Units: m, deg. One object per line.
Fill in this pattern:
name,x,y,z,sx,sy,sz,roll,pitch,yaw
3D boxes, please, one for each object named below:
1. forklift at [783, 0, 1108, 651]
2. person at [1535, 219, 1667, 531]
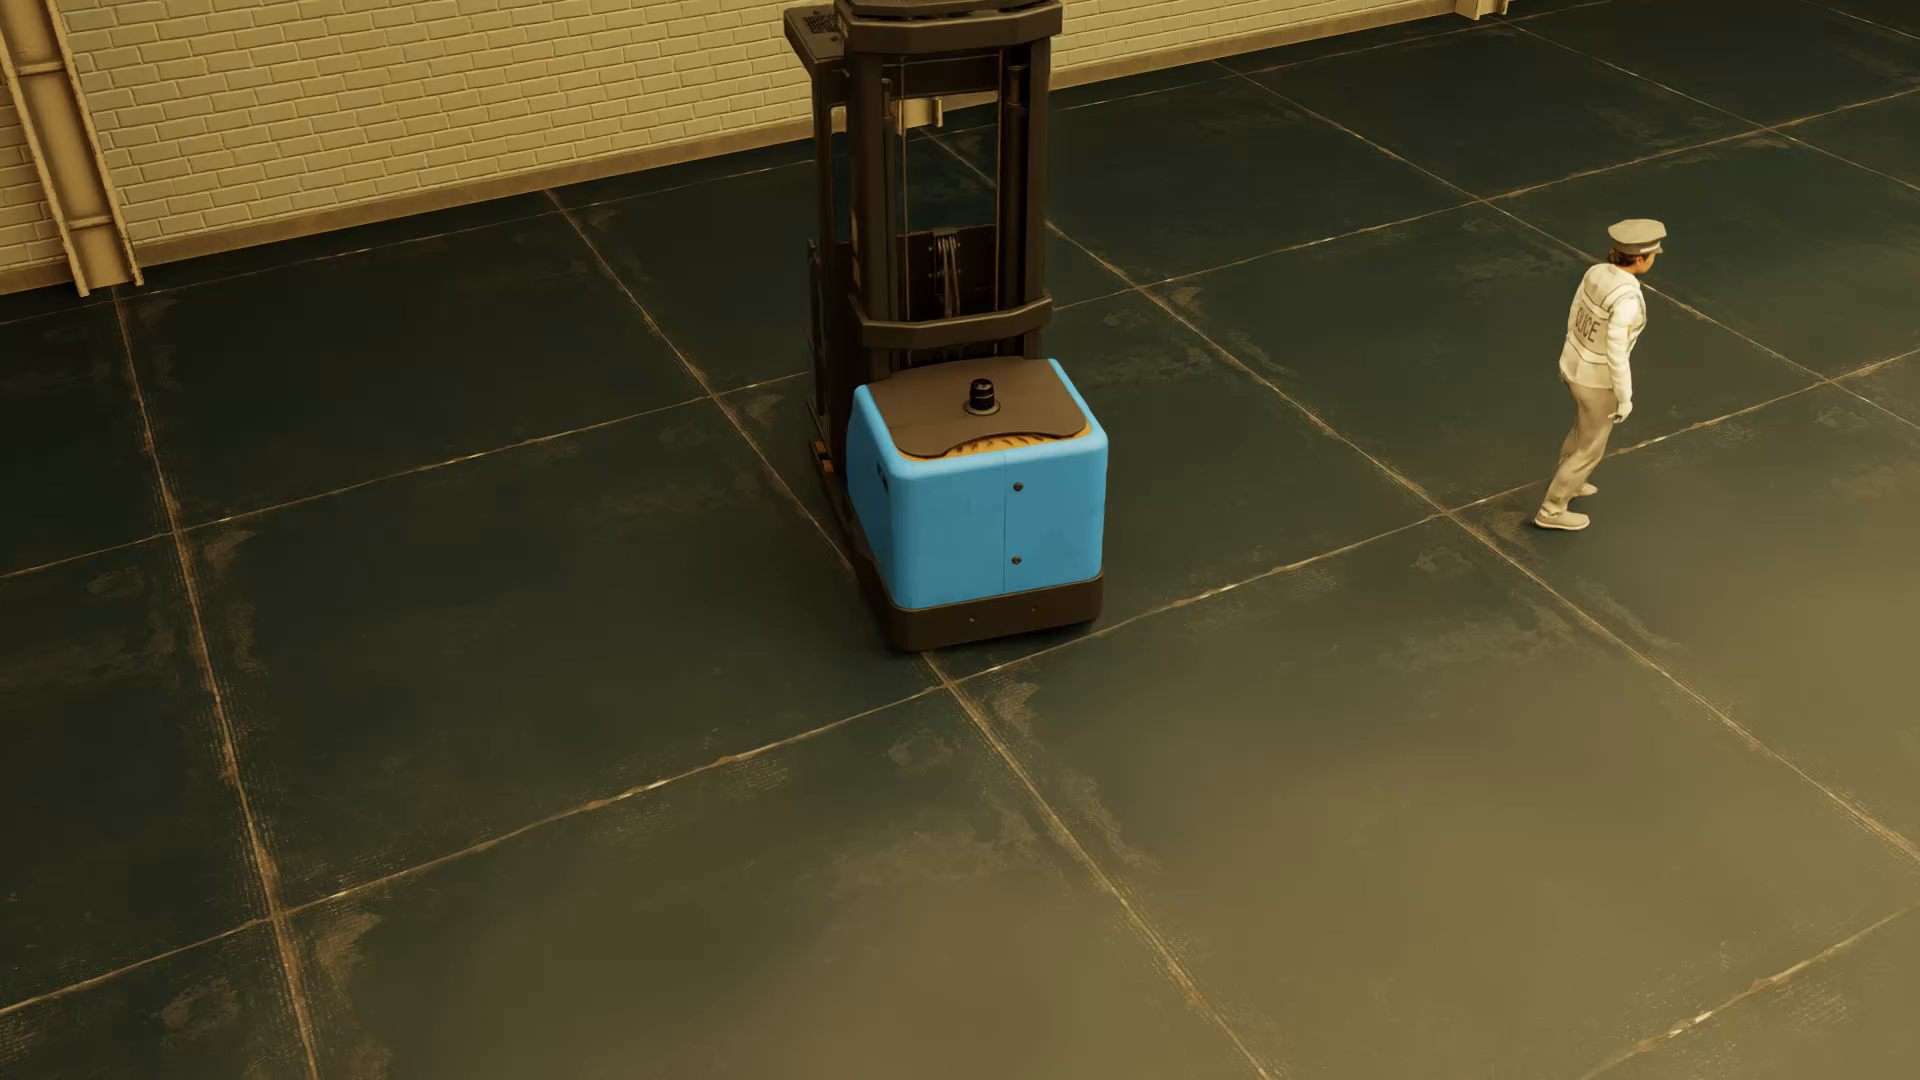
forklift,-0.205,-1.524,8.278,1.130,2.935,3.031,-9,36,-13
person,3.253,-0.807,8.396,0.458,1.692,0.560,-1,35,-2
